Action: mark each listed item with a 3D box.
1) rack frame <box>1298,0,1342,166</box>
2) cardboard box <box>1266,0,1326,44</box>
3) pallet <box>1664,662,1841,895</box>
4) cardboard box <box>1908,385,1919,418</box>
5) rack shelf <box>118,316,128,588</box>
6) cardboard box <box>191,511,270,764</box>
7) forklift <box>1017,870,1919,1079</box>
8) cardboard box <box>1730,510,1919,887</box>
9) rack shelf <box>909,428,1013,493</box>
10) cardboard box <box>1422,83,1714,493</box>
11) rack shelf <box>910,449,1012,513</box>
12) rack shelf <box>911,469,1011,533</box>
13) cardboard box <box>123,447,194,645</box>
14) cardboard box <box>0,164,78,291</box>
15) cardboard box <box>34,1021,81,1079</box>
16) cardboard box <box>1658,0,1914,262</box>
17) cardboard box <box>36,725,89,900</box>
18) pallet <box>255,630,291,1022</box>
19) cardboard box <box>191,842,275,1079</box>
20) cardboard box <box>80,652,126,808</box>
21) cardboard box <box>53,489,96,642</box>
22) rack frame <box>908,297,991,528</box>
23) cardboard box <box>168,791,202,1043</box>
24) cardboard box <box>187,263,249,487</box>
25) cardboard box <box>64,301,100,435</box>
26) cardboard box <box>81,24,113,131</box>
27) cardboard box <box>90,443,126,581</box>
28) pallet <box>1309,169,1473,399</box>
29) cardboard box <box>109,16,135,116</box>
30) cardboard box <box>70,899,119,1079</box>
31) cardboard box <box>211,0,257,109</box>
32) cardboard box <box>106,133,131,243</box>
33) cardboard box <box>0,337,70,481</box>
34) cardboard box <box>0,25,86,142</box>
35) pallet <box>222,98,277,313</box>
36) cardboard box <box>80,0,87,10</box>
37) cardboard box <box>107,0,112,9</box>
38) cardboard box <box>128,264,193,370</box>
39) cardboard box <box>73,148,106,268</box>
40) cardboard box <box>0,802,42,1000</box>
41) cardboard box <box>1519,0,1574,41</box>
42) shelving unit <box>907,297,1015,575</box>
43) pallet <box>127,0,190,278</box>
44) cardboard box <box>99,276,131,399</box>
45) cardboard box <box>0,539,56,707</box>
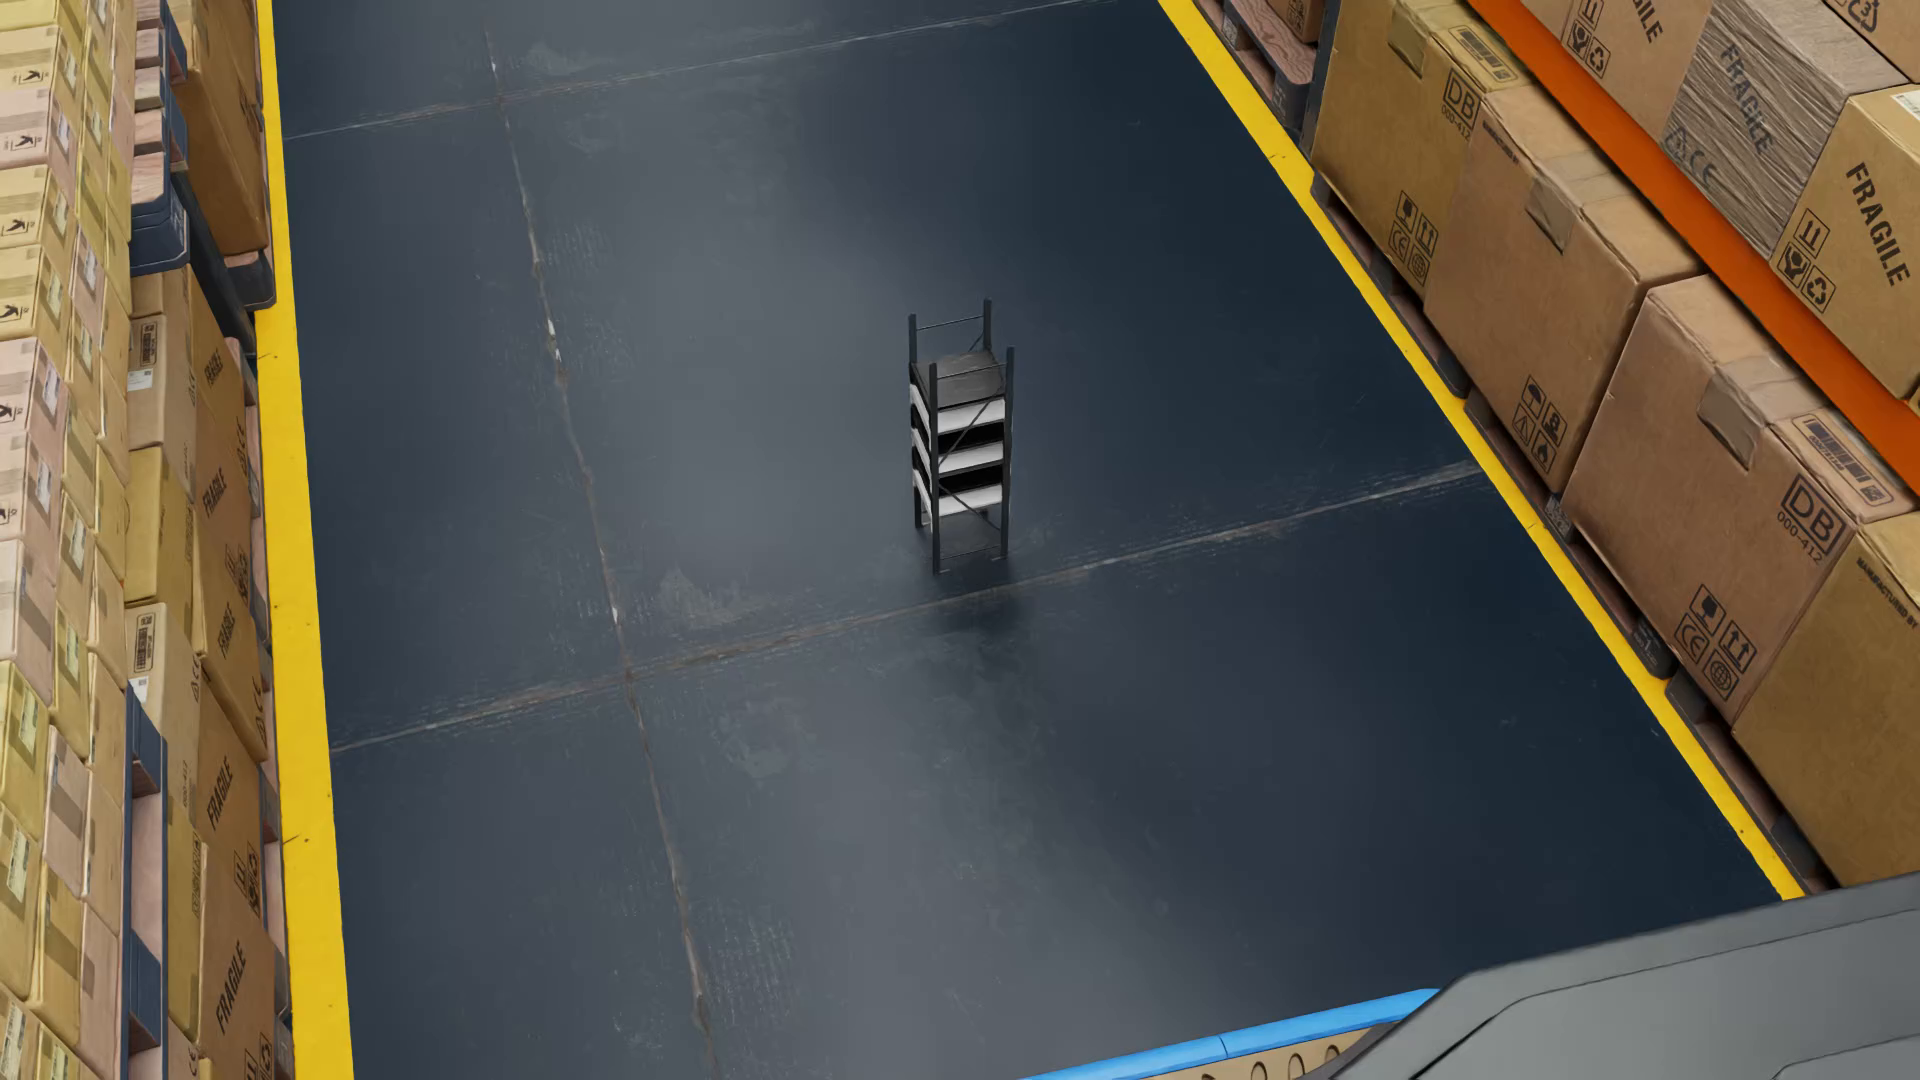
[{"bbox_3d":[1.828,-2.583,5.465,1.000,3.000,0.127,-13,51,-11],"label":"rack frame"},{"bbox_3d":[1.610,-2.404,6.662,0.700,0.500,0.500,-16,52,-13],"label":"cardboard box"},{"bbox_3d":[2.710,0.691,4.529,1.003,0.211,1.213,-13,51,-11],"label":"pallet"},{"bbox_3d":[2.472,-0.336,3.506,0.500,0.500,0.500,-12,51,-10],"label":"cardboard box"},{"bbox_3d":[-2.349,0.158,3.626,1.077,0.370,4.000,-13,51,-11],"label":"rack shelf"},{"bbox_3d":[-2.174,0.319,4.379,0.500,0.500,0.500,-15,52,-13],"label":"cardboard box"},{"bbox_3d":[0.813,1.769,1.842,1.130,2.935,3.031,-10,51,-8],"label":"forklift"},{"bbox_3d":[2.802,0.425,4.045,1.225,0.875,0.875,-13,51,-11],"label":"cardboard box"},{"bbox_3d":[0.002,-0.263,4.926,0.258,0.077,0.200,-13,51,-11],"label":"rack shelf"},{"bbox_3d":[2.268,-0.872,5.138,1.225,0.875,0.875,-13,51,-11],"label":"cardboard box"},{"bbox_3d":[0.002,-0.205,4.995,0.258,0.077,0.200,-13,51,-11],"label":"rack shelf"},{"bbox_3d":[0.002,-0.147,5.064,0.258,0.077,0.200,-13,51,-11],"label":"rack shelf"},{"bbox_3d":[-2.193,0.075,4.095,0.500,0.250,0.500,-12,51,-10],"label":"cardboard box"},{"bbox_3d":[-1.977,-0.582,3.279,0.380,0.149,0.250,-11,51,-9],"label":"cardboard box"},{"bbox_3d":[-1.435,0.844,2.271,0.380,0.149,0.250,-13,51,-10],"label":"cardboard box"},{"bbox_3d":[2.167,-1.083,4.136,0.500,0.500,0.500,-13,51,-11],"label":"cardboard box"},{"bbox_3d":[-1.590,0.467,2.589,0.380,0.149,0.250,-12,51,-10],"label":"cardboard box"},{"bbox_3d":[-2.353,0.824,4.417,1.003,0.211,1.213,-13,51,-11],"label":"pallet"},{"bbox_3d":[-1.881,1.071,3.745,0.500,0.500,0.500,-11,51,-9],"label":"cardboard box"},{"bbox_3d":[-1.666,0.372,2.864,0.380,0.149,0.250,-13,51,-11],"label":"cardboard box"},{"bbox_3d":[-1.749,0.081,2.915,0.380,0.149,0.250,-11,51,-10],"label":"cardboard box"},{"bbox_3d":[-0.028,-0.358,4.964,0.240,0.900,0.006,-13,51,-11],"label":"rack frame"},{"bbox_3d":[-1.883,0.827,3.460,0.500,0.250,0.500,-12,51,-10],"label":"cardboard box"},{"bbox_3d":[-2.496,-0.443,5.022,0.500,0.500,0.500,-14,51,-11],"label":"cardboard box"},{"bbox_3d":[-1.899,-0.297,3.234,0.380,0.149,0.250,-14,51,-12],"label":"cardboard box"},{"bbox_3d":[-2.198,-1.041,3.861,0.380,0.149,0.250,-12,51,-10],"label":"cardboard box"},{"bbox_3d":[-1.826,-0.012,3.188,0.380,0.149,0.250,-14,51,-12],"label":"cardboard box"},{"bbox_3d":[1.989,-1.091,6.032,1.003,0.211,1.213,-13,51,-11],"label":"pallet"},{"bbox_3d":[-2.284,-1.151,4.148,0.380,0.149,0.250,-13,51,-11],"label":"cardboard box"},{"bbox_3d":[-1.522,0.739,2.555,0.380,0.149,0.250,-13,51,-10],"label":"cardboard box"},{"bbox_3d":[-3.296,-2.048,6.211,1.050,0.750,0.750,-13,51,-10],"label":"cardboard box"},{"bbox_3d":[-2.137,-0.781,3.836,0.380,0.149,0.250,-14,51,-11],"label":"cardboard box"},{"bbox_3d":[-1.818,-0.195,2.953,0.380,0.149,0.250,-12,51,-10],"label":"cardboard box"},{"bbox_3d":[-2.125,-0.957,3.596,0.380,0.149,0.250,-12,51,-10],"label":"cardboard box"},{"bbox_3d":[-3.101,-1.229,6.148,1.003,0.211,1.213,-13,51,-11],"label":"pallet"},{"bbox_3d":[-2.285,-1.343,3.921,0.380,0.149,0.250,-14,51,-11],"label":"cardboard box"},{"bbox_3d":[-2.359,-1.427,4.187,0.380,0.149,0.250,-12,51,-10],"label":"cardboard box"},{"bbox_3d":[-2.488,-0.666,4.719,0.500,0.250,0.500,-14,51,-12],"label":"cardboard box"},{"bbox_3d":[-2.053,-0.676,3.553,0.380,0.149,0.250,-14,51,-11],"label":"cardboard box"},{"bbox_3d":[-1.523,0.546,2.328,0.380,0.149,0.250,-12,51,-10],"label":"cardboard box"},{"bbox_3d":[1.866,-1.822,4.759,0.500,0.500,0.500,-15,51,-12],"label":"cardboard box"},{"bbox_3d":[0.002,-0.284,4.901,0.258,0.900,0.210,-13,51,-11],"label":"shelving unit"},{"bbox_3d":[-2.628,-0.977,4.237,1.213,0.211,1.003,-13,51,-11],"label":"pallet"},{"bbox_3d":[-1.981,-0.395,3.511,0.380,0.149,0.250,-12,51,-10],"label":"cardboard box"},{"bbox_3d":[-1.668,0.176,2.641,0.380,0.149,0.250,-14,51,-11],"label":"cardboard box"}]
